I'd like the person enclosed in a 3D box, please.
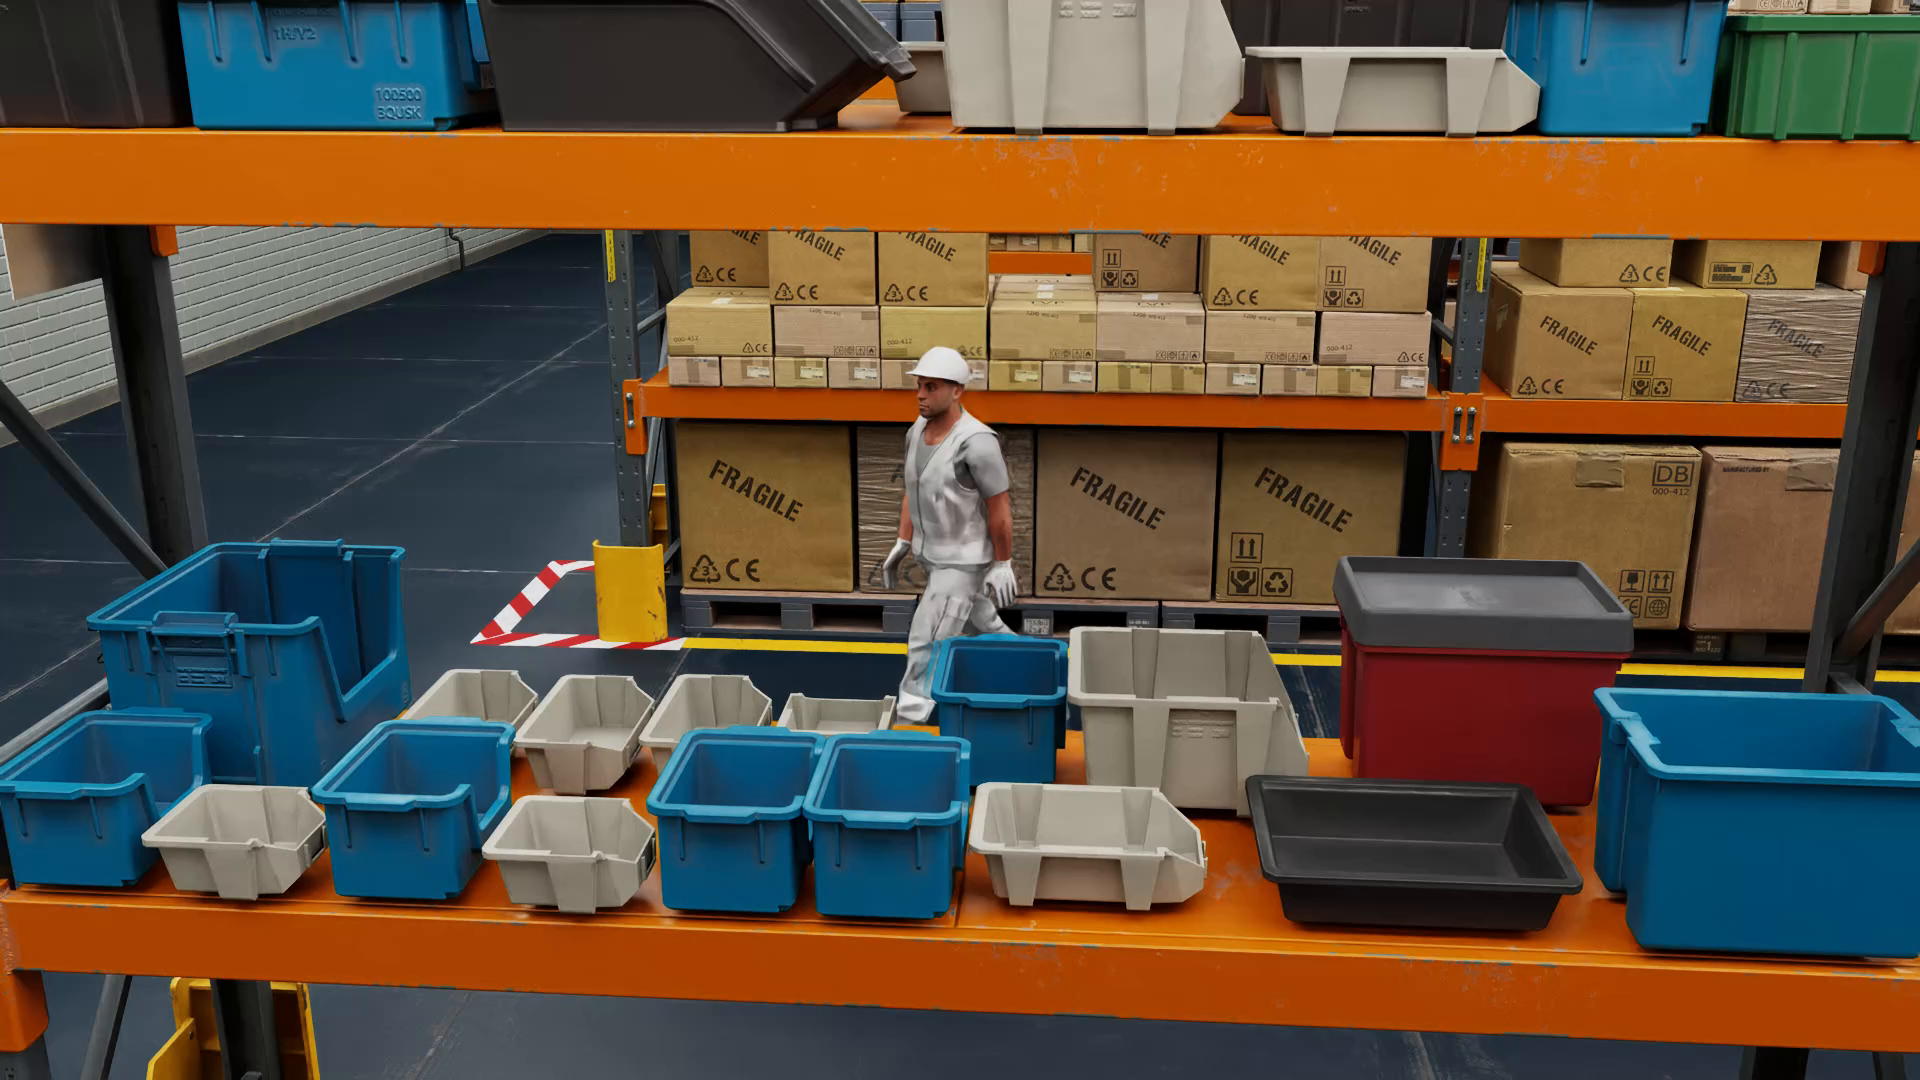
[{"bbox_3d":[-0.060,0.068,6.822,1.087,1.739,0.521,-10,20,-29],"label":"person"}]
